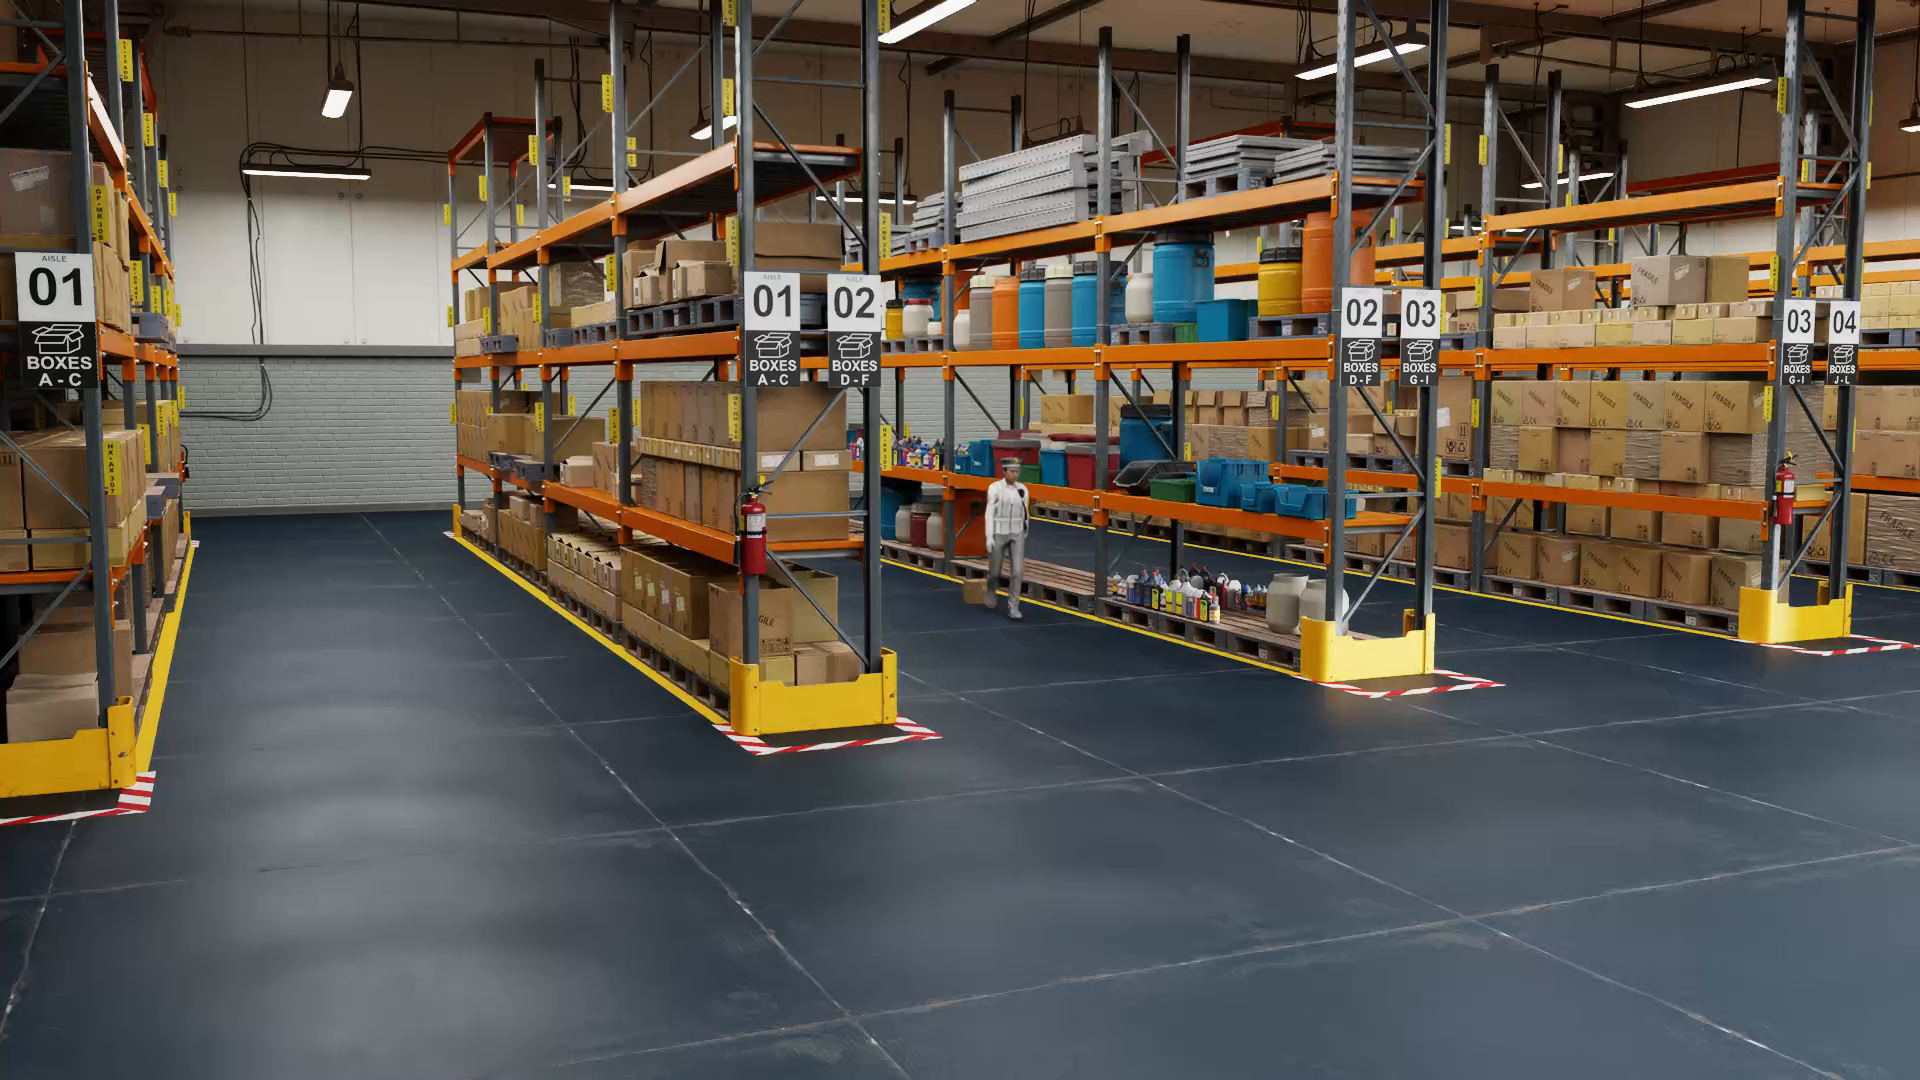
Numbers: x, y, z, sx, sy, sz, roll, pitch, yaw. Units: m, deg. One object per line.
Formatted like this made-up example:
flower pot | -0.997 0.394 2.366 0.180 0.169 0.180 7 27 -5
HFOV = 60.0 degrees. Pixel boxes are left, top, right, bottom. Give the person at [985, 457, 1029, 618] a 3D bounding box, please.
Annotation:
person | 0.470 -0.044 17.192 0.469 1.644 0.696 -1 6 -11
